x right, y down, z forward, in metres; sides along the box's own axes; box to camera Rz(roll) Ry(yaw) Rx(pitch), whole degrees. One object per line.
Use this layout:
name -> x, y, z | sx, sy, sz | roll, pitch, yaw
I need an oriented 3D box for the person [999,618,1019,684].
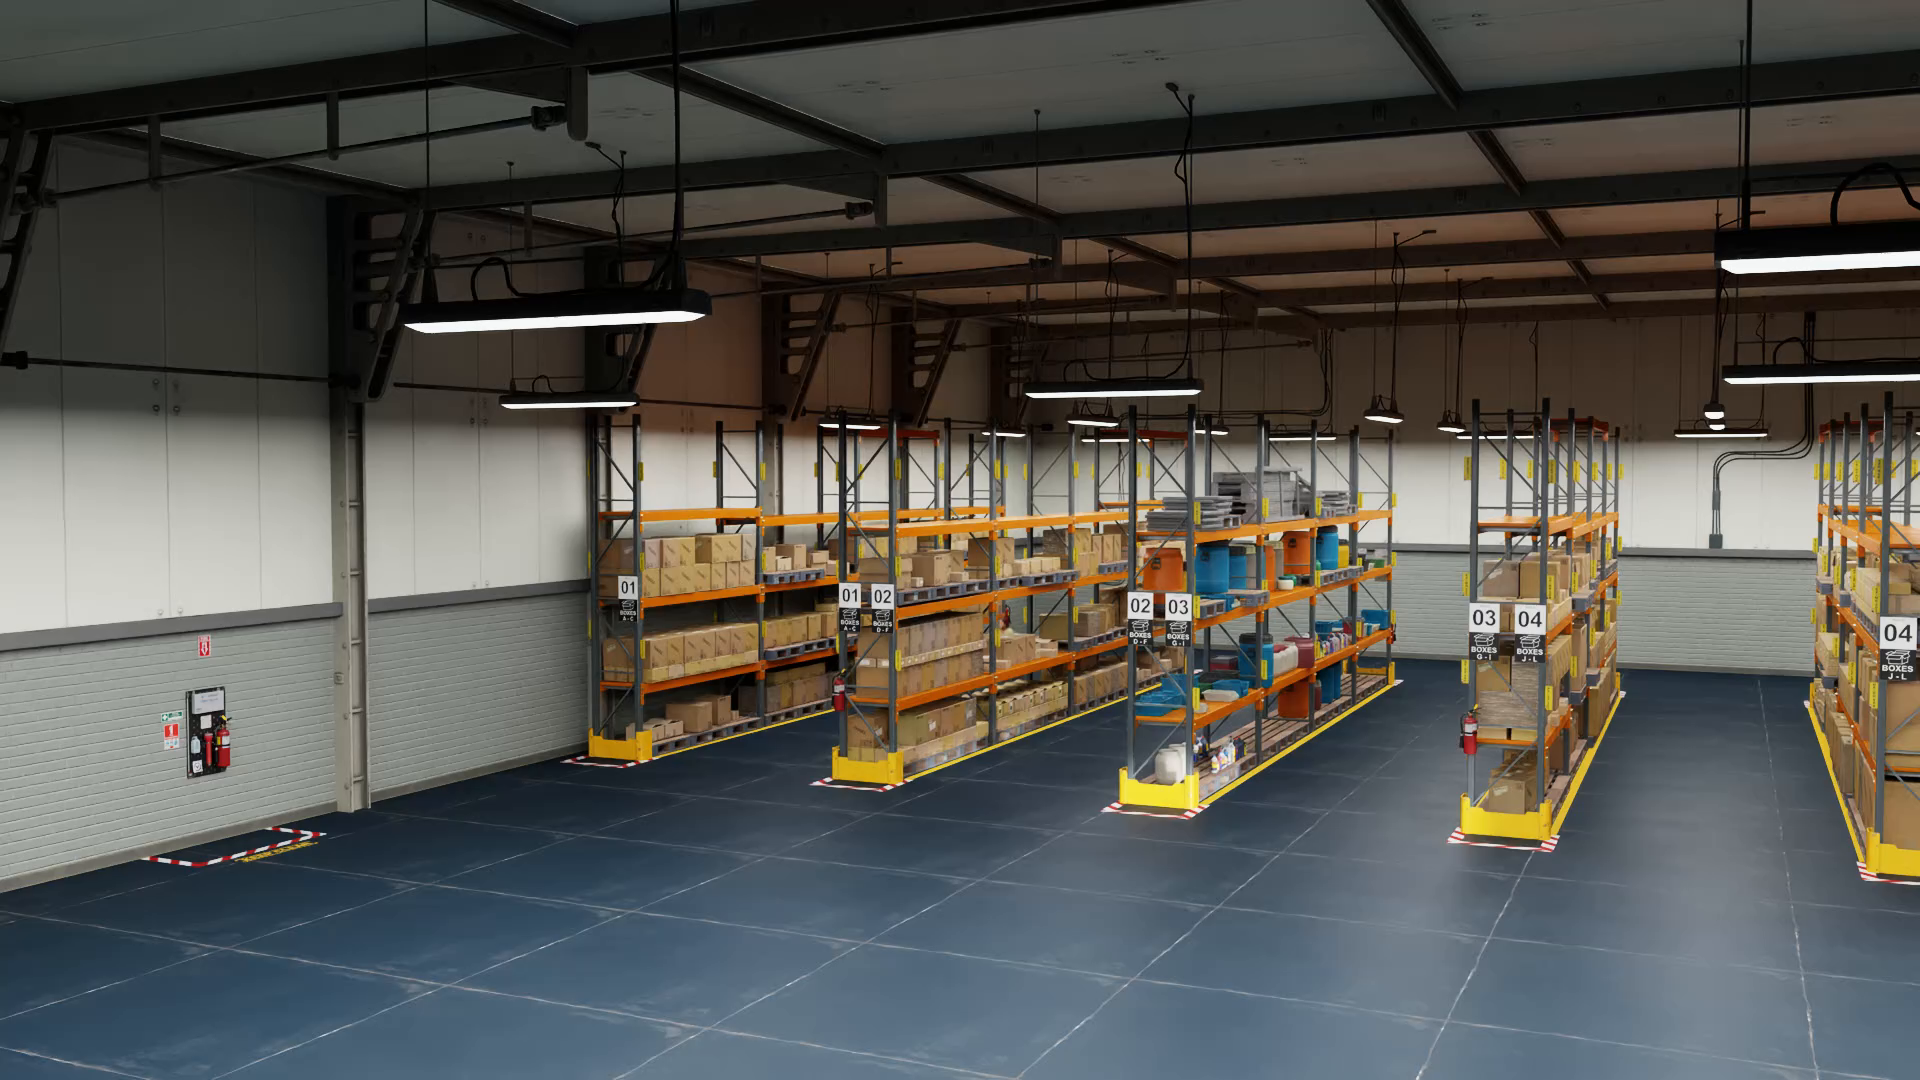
person -> 1.110, 2.630, 38.323 | 0.524, 1.605, 0.523 | 2, 3, 35
